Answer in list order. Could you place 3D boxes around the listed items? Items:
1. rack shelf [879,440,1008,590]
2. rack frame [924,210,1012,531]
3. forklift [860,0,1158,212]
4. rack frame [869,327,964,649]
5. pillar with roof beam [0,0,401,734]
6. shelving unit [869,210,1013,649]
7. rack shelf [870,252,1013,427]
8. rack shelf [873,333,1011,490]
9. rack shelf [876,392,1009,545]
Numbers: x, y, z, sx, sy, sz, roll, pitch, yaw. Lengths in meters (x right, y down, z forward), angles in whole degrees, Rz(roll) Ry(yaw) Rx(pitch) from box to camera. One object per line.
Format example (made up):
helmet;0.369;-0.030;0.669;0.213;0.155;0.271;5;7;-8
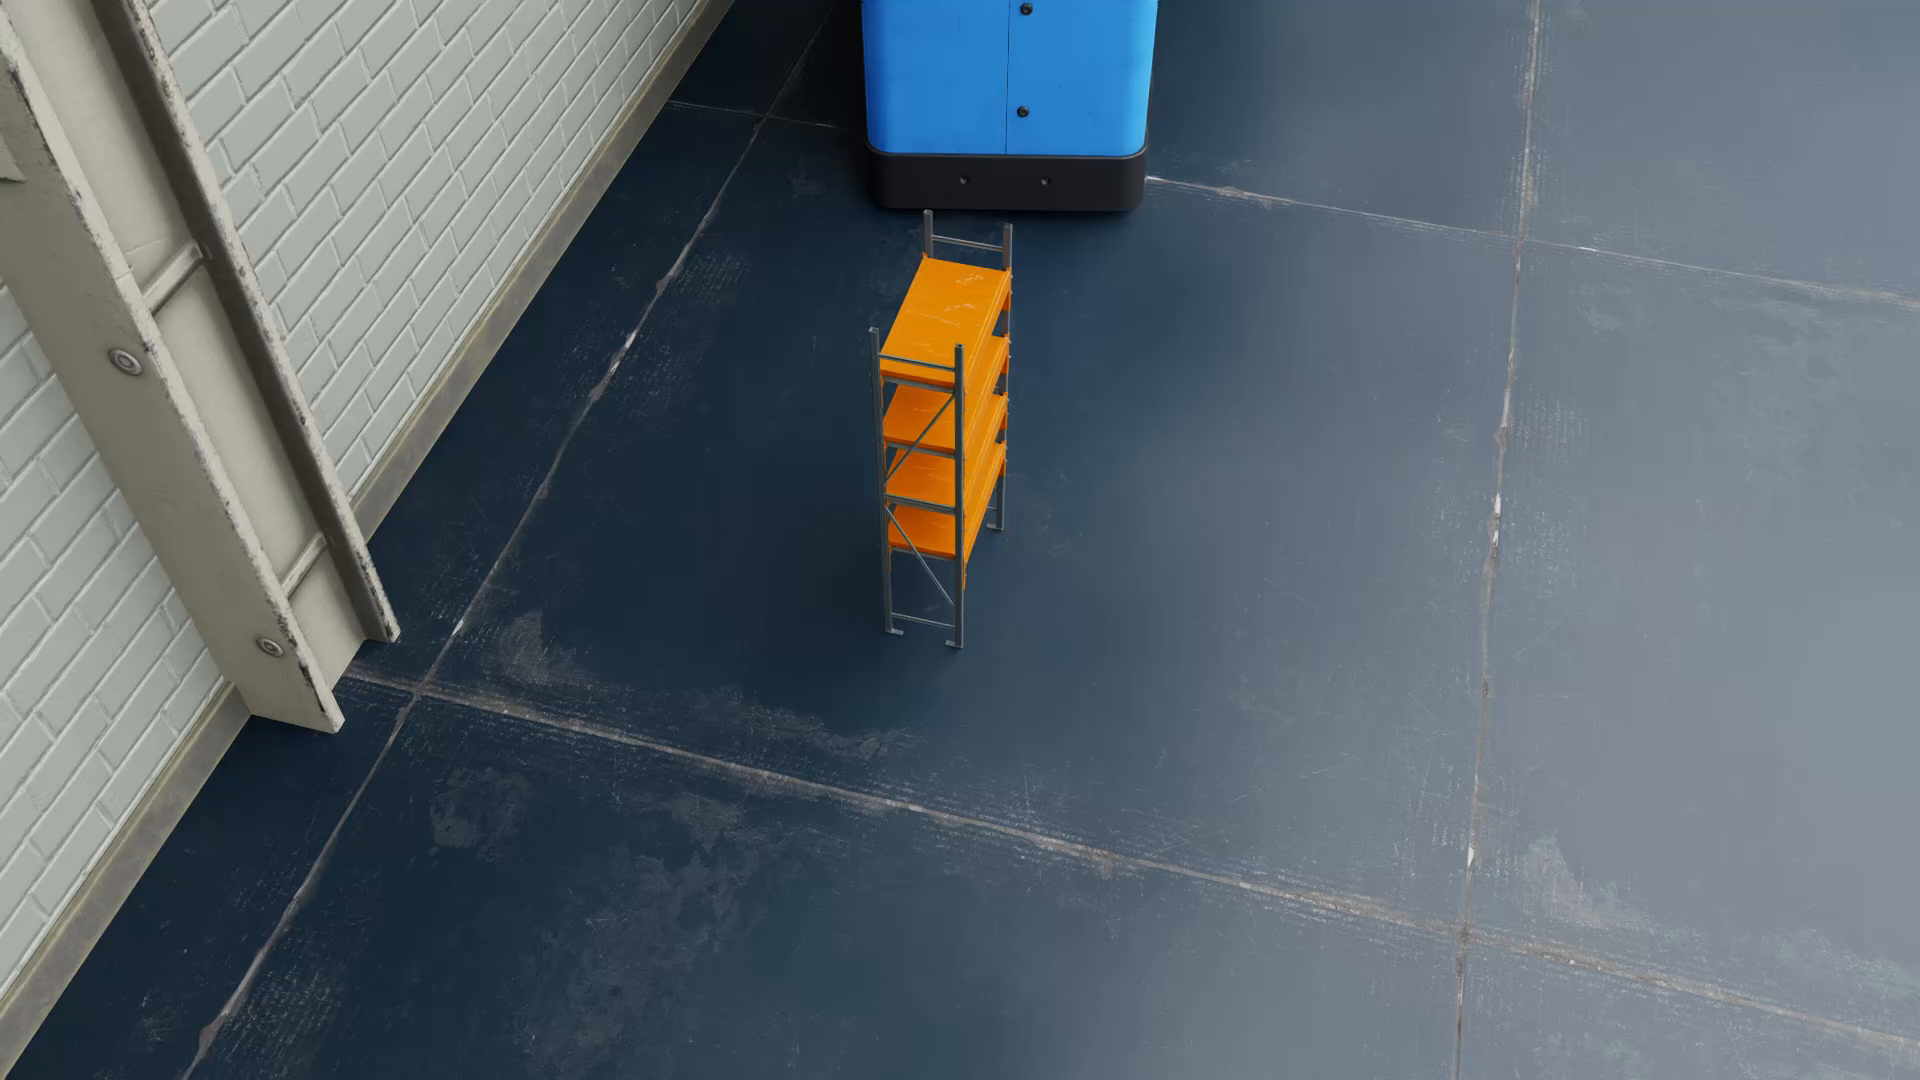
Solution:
rack shelf;-0.044;-0.101;4.894;0.258;0.148;0.480;12;50;10
rack frame;0.021;-0.454;4.850;0.240;1.200;0.015;12;50;10
forklift;0.205;-3.297;6.205;1.130;2.935;3.031;1;49;1
rack frame;-0.108;-0.101;4.539;0.240;1.200;0.015;12;50;10
pillar with roof beam;2.270;-1.747;0.790;9.100;9.000;0.400;12;50;10
shelving unit;-0.044;-0.277;4.694;0.258;1.200;0.503;12;50;10
rack shelf;-0.044;-0.537;4.400;0.258;0.148;0.480;12;50;10
rack shelf;-0.044;-0.381;4.577;0.258;0.148;0.480;12;50;10
rack shelf;-0.044;-0.233;4.745;0.258;0.148;0.480;12;50;10
